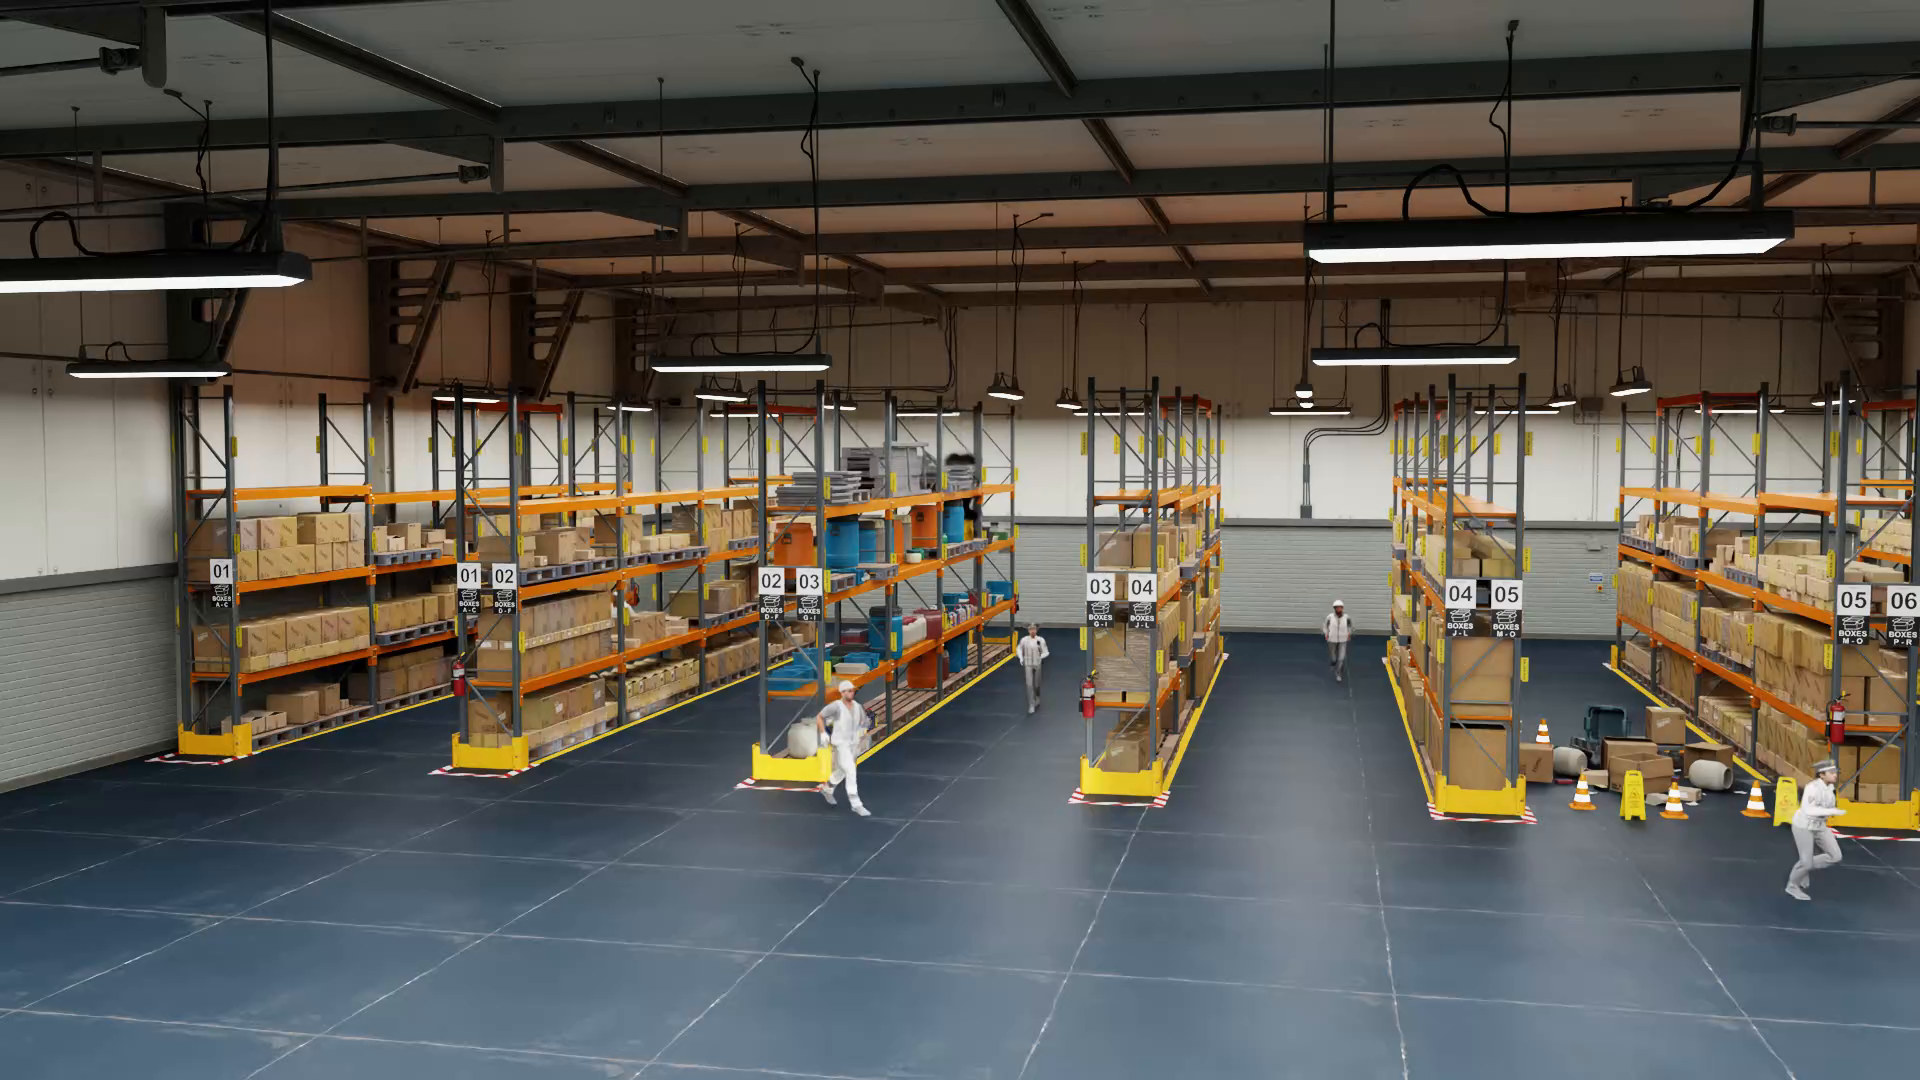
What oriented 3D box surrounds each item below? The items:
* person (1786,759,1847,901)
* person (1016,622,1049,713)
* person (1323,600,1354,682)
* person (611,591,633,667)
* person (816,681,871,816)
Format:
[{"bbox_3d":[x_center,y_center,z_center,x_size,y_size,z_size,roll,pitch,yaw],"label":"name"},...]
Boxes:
[{"bbox_3d":[9.390,3.173,18.217,0.596,1.625,0.718,-2,4,-27],"label":"person"},{"bbox_3d":[1.379,2.394,31.600,0.620,1.701,0.774,0,3,4],"label":"person"},{"bbox_3d":[8.113,2.147,35.671,0.652,1.733,0.748,1,3,10],"label":"person"},{"bbox_3d":[-7.814,2.025,37.980,0.749,1.722,0.583,0,3,4],"label":"person"},{"bbox_3d":[-1.575,2.802,22.673,0.984,1.790,0.660,3,4,40],"label":"person"}]
